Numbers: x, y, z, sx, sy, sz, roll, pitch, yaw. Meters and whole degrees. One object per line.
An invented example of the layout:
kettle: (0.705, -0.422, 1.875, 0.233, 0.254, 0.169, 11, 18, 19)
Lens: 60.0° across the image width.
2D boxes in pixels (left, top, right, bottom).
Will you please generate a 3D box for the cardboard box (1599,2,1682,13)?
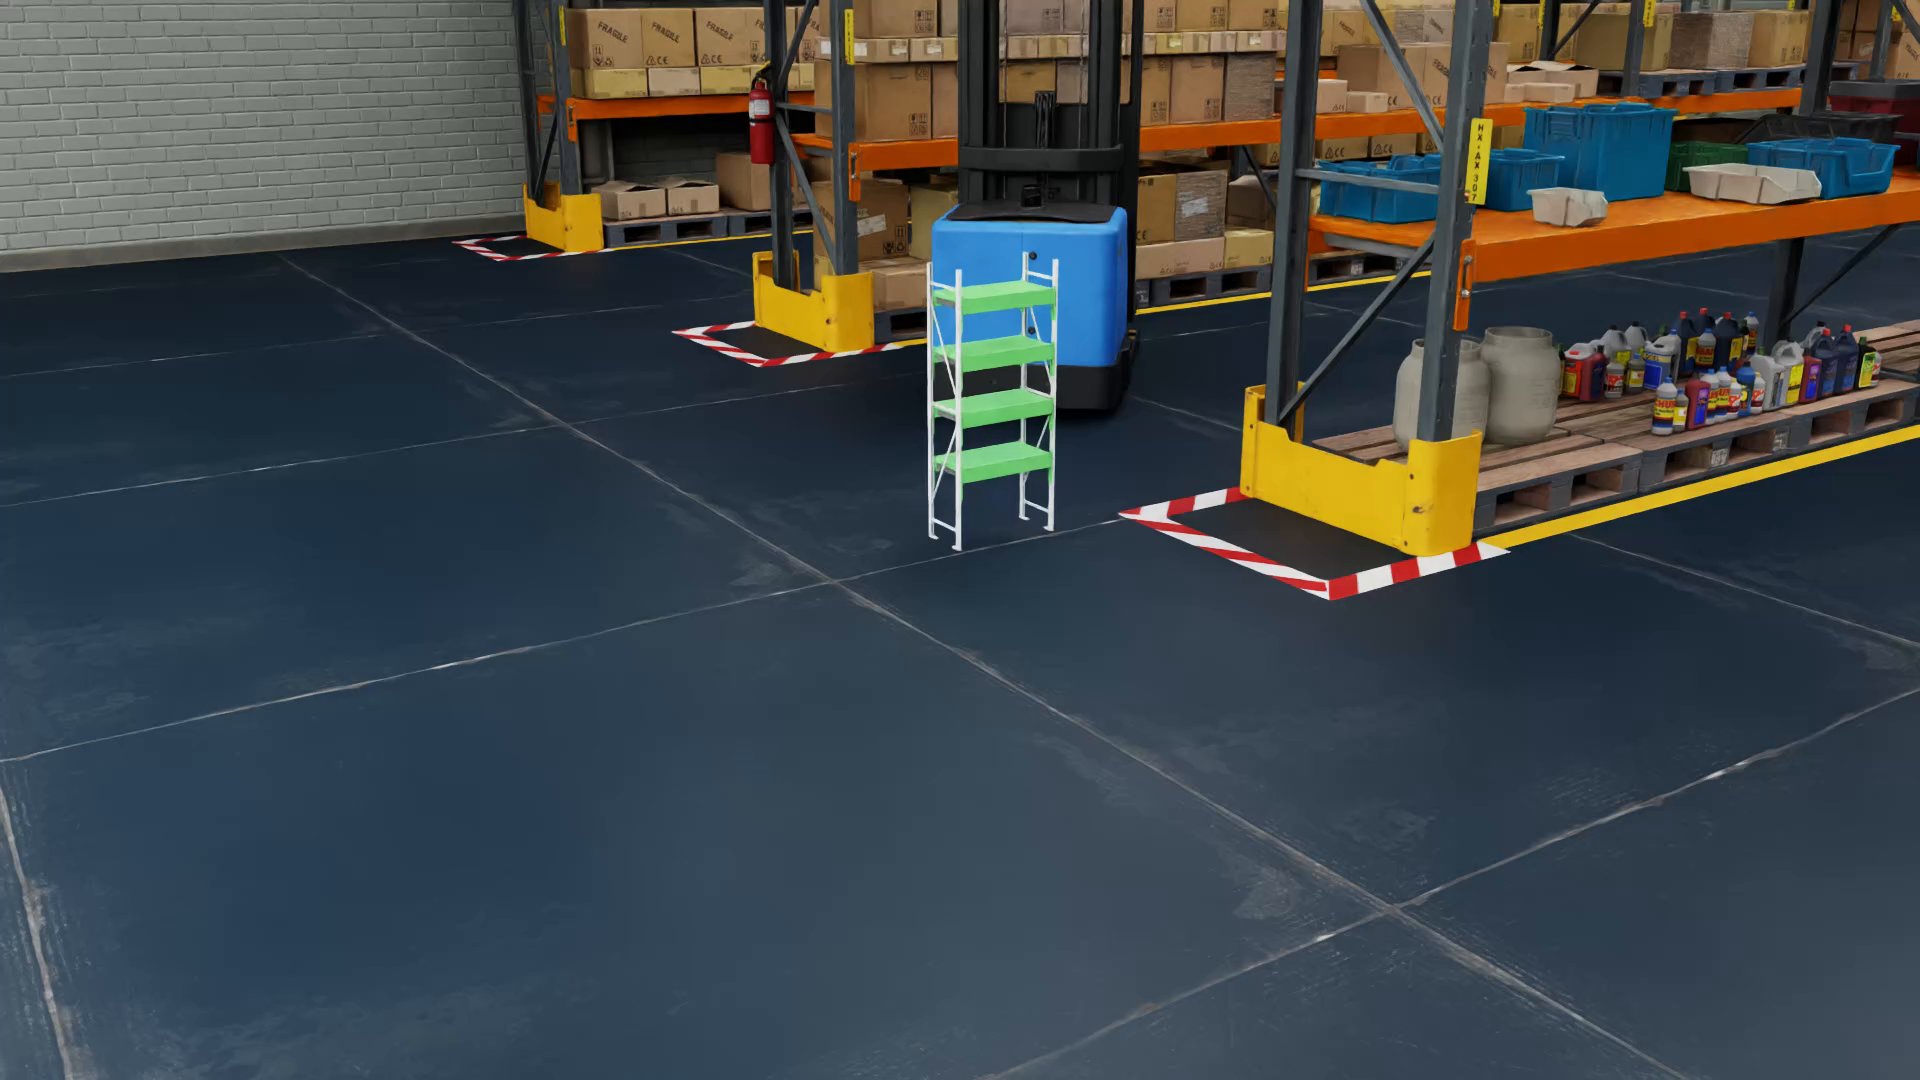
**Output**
cardboard box: (9.228, -7.019, 22.856, 0.700, 0.700, 0.980, -11, 21, -29)

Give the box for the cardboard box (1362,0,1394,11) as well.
cardboard box: (4.775, -6.400, 19.670, 0.500, 0.250, 0.500, -12, 22, -33)

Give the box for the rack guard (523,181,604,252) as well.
rack guard: (-3.651, -2.981, 15.281, 0.348, 0.500, 1.175, -12, 22, -31)

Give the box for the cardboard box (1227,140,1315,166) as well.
cardboard box: (3.653, -4.836, 19.566, 0.750, 0.750, 0.750, -12, 22, -32)

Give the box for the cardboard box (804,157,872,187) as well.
cardboard box: (-1.219, -3.687, 16.683, 0.500, 0.500, 0.500, -14, 23, -35)

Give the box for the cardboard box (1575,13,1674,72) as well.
cardboard box: (6.158, -4.624, 15.426, 0.700, 0.500, 0.500, 14, 23, 35)

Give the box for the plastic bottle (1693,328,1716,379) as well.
plastic bottle: (4.118, -1.033, 9.190, 0.097, 0.271, 0.097, 0, 19, 0)

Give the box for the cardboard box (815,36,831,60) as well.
cardboard box: (-0.773, -3.300, 11.154, 0.250, 0.149, 0.380, -12, 22, -32)

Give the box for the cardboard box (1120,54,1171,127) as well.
cardboard box: (1.128, -3.317, 12.217, 0.500, 0.500, 0.700, -12, 22, -31)

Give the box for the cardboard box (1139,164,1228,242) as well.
cardboard box: (1.663, -2.558, 12.595, 0.500, 0.500, 0.500, -12, 22, -31)

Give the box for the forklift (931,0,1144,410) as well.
forklift: (0.570, -2.537, 10.172, 1.130, 2.935, 3.031, 3, 19, 9)

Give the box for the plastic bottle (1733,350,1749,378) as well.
plastic bottle: (4.068, -0.847, 8.622, 0.133, 0.283, 0.061, -12, 22, -31)

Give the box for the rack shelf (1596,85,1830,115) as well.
rack shelf: (7.365, -4.248, 16.249, 4.000, 0.370, 1.077, -12, 22, -31)

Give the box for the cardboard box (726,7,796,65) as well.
cardboard box: (-1.873, -4.717, 15.545, 0.500, 0.500, 0.500, -11, 22, -30)

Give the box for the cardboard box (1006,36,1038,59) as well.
cardboard box: (0.320, -3.376, 11.377, 0.250, 0.149, 0.380, -13, 23, -33)

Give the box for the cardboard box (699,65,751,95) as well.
cardboard box: (-2.278, -4.274, 15.408, 0.500, 0.250, 0.500, -12, 22, -32)

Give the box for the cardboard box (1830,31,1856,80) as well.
cardboard box: (9.311, -5.145, 17.623, 0.500, 0.500, 0.500, -11, 22, -31)

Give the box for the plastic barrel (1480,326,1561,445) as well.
plastic barrel: (2.660, -0.747, 7.999, 0.421, 0.512, 0.421, 0, 19, 0)

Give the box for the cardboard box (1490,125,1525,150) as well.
cardboard box: (6.988, -5.384, 21.735, 0.500, 0.500, 0.700, -12, 22, -31)

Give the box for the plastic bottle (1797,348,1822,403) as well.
plastic bottle: (4.422, -0.864, 8.670, 0.133, 0.283, 0.061, -10, 21, -28)

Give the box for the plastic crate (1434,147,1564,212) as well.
plastic crate: (2.533, -1.712, 7.858, 0.408, 0.251, 0.499, -12, 22, -31)

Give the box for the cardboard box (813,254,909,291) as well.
cardboard box: (-0.702, -1.897, 11.810, 0.500, 0.250, 0.500, -12, 22, -31)

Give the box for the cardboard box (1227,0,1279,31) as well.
cardboard box: (1.986, -4.114, 12.548, 0.500, 0.500, 0.700, -12, 22, -31)

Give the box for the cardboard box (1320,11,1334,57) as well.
cardboard box: (3.956, -5.865, 19.259, 0.500, 0.500, 0.500, -11, 22, -30)

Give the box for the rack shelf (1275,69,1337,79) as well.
rack shelf: (4.637, -5.572, 20.167, 4.000, 0.370, 1.077, -12, 22, -31)

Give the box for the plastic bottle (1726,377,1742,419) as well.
plastic bottle: (3.872, -0.716, 8.361, 0.097, 0.201, 0.097, 0, 19, 0)

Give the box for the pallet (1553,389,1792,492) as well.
pallet: (3.471, -0.562, 8.577, 1.213, 0.211, 1.003, -12, 22, -31)

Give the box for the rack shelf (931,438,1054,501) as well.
rack shelf: (0.138, -0.310, 7.236, 0.480, 0.148, 0.258, -12, 22, -31)

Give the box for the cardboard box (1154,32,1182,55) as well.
cardboard box: (1.394, -3.602, 12.048, 0.250, 0.149, 0.380, -12, 22, -32)

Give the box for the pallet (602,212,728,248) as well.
pallet: (-2.953, -2.978, 15.723, 1.213, 0.211, 1.003, -12, 22, -31)

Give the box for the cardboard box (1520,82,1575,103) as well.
cardboard box: (5.095, -3.885, 14.445, 0.250, 0.149, 0.380, -12, 22, -31)

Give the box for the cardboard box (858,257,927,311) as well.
cardboard box: (-0.417, -1.759, 11.400, 0.500, 0.250, 0.500, -12, 22, -31)

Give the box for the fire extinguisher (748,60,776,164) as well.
fire extinguisher: (-1.341, -2.894, 11.242, 0.183, 0.674, 0.296, -12, 22, -31)

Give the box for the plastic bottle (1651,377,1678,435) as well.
plastic bottle: (3.420, -0.654, 8.067, 0.097, 0.271, 0.097, 0, 19, 0)

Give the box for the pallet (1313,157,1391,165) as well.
pallet: (4.685, -4.572, 20.439, 1.213, 0.211, 1.003, -12, 22, -31)

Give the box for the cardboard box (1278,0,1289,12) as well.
cardboard box: (3.512, -6.130, 18.870, 0.500, 0.250, 0.500, -11, 22, -30)

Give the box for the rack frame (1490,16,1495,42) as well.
rack frame: (6.307, -6.265, 21.093, 0.127, 3.000, 1.000, -12, 22, -31)

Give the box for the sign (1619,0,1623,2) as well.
sign: (9.348, -7.567, 23.468, 0.005, 0.325, 0.100, -12, 22, -31)

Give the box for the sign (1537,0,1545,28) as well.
sign: (5.388, -4.891, 15.344, 0.005, 0.325, 0.100, -12, 22, -31)

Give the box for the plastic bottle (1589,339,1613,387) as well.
plastic bottle: (3.368, -0.922, 8.854, 0.135, 0.276, 0.152, -13, 22, -33)

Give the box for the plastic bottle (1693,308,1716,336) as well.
plastic bottle: (4.172, -1.129, 9.348, 0.185, 0.351, 0.144, -11, 22, -30)

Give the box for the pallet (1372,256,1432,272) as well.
pallet: (3.967, -2.567, 14.509, 1.213, 0.211, 1.003, -12, 22, -31)

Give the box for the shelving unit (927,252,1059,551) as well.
shelving unit: (0.138, -0.598, 7.139, 0.503, 1.200, 0.258, -12, 22, -31)

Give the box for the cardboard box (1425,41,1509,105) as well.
cardboard box: (4.302, -3.984, 14.189, 0.500, 0.500, 0.500, -13, 23, -34)

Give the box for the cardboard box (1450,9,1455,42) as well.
cardboard box: (6.061, -6.314, 20.587, 0.500, 0.500, 0.500, -12, 22, -32)

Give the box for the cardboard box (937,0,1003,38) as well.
cardboard box: (-0.110, -3.671, 11.239, 0.500, 0.500, 0.700, -13, 22, -33)

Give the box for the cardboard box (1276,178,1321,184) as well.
cardboard box: (2.965, -2.935, 14.005, 0.500, 0.311, 0.500, -11, 22, -30)

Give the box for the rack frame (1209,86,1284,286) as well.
rack frame: (2.354, -3.532, 13.008, 0.127, 3.000, 1.000, -12, 22, -31)

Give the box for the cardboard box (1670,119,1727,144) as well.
cardboard box: (7.243, -4.036, 16.544, 0.500, 0.250, 0.500, -12, 22, -32)
